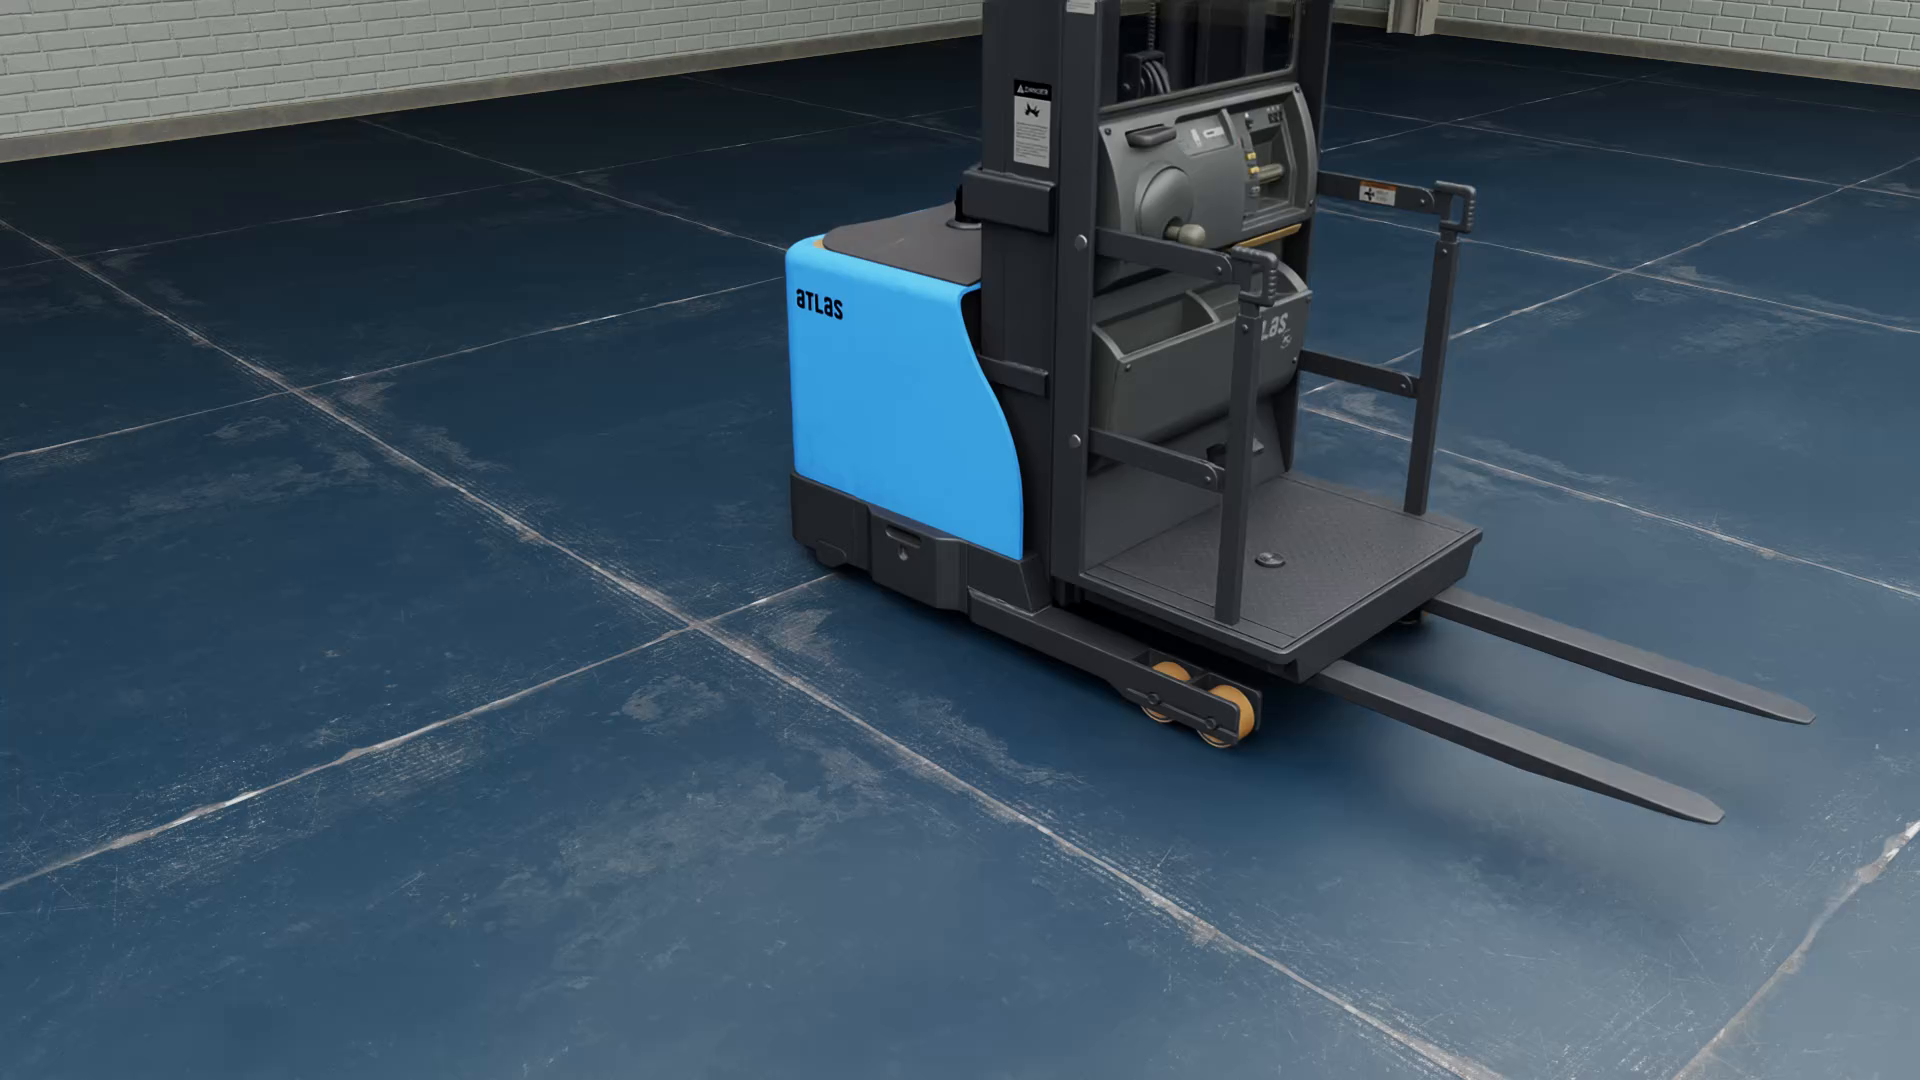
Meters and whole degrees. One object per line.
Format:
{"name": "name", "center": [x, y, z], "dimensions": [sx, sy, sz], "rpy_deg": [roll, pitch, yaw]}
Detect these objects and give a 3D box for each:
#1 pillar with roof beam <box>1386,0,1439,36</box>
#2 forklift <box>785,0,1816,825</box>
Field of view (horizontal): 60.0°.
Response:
{"name": "pillar with roof beam", "center": [1.558, -8.163, 12.802], "dimensions": [9.100, 9.000, 0.400], "rpy_deg": [-21, 32, -38]}
{"name": "forklift", "center": [0.853, -1.015, 4.443], "dimensions": [3.031, 2.935, 1.130], "rpy_deg": [21, 32, 39]}
